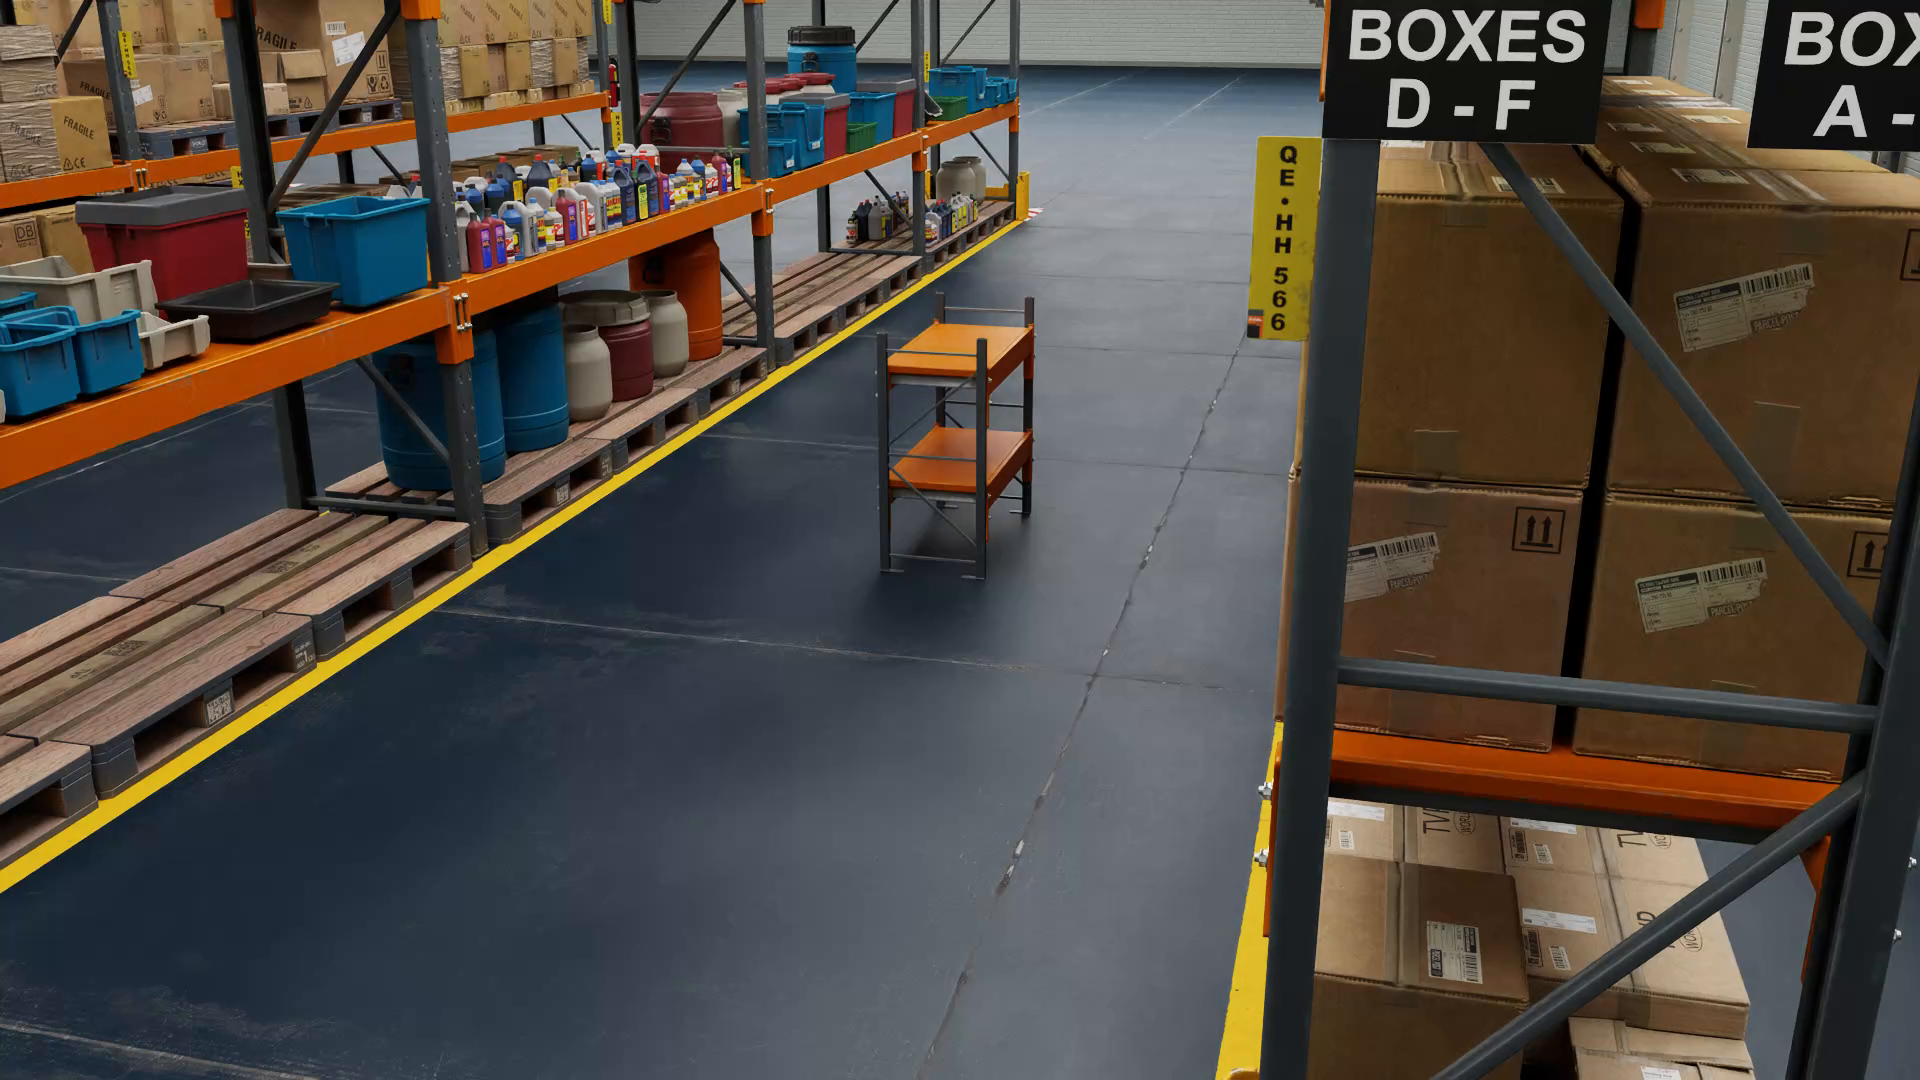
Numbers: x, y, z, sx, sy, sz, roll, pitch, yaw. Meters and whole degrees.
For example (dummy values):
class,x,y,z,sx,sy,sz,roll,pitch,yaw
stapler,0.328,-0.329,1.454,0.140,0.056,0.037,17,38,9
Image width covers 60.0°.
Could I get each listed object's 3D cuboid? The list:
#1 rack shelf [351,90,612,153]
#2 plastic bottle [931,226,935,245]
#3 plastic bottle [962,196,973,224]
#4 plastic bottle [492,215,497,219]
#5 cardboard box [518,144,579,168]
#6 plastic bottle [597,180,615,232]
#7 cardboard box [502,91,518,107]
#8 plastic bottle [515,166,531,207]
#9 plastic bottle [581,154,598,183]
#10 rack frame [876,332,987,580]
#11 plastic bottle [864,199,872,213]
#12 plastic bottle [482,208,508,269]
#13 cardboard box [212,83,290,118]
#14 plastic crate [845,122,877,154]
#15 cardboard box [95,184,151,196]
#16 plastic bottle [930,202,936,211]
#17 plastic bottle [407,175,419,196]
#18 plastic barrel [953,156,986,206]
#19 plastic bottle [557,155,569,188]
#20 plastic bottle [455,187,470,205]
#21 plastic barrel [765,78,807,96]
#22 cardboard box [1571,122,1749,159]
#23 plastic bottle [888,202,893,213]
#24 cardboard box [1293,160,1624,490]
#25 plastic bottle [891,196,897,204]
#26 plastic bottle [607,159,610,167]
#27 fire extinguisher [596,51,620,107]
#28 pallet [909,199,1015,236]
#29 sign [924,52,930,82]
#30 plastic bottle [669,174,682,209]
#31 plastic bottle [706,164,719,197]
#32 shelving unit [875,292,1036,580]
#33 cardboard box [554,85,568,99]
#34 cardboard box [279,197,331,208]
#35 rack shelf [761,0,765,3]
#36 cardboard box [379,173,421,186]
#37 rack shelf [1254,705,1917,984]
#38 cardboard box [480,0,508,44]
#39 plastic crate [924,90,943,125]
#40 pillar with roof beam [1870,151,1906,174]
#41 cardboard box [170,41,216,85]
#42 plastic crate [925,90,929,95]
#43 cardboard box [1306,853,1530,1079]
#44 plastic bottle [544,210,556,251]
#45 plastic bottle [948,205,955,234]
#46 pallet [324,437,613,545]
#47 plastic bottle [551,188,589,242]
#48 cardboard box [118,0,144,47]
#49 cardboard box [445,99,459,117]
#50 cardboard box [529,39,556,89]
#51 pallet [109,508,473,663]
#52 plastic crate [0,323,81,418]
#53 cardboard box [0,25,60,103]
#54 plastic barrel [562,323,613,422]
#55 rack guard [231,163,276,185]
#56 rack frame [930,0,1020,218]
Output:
class,x,y,z,sx,sy,sz,roll,pitch,yaw
rack shelf,-5.129,-4.567,18.031,1.077,0.370,4.000,5,19,13
plastic bottle,-0.287,-2.870,15.599,0.097,0.201,0.097,0,19,0
plastic bottle,0.050,-3.375,16.962,0.152,0.276,0.135,5,19,14
plastic bottle,-2.323,-1.522,8.309,0.097,0.201,0.097,0,19,0
cardboard box,-4.810,-4.356,19.517,0.500,0.500,0.500,9,21,23
plastic bottle,-1.950,-1.833,9.113,0.097,0.271,0.097,0,19,0
cardboard box,-4.920,-4.676,17.627,0.380,0.149,0.250,5,19,13
plastic bottle,-2.551,-2.032,9.688,0.152,0.276,0.135,5,19,13
plastic bottle,-2.321,-2.281,10.423,0.097,0.271,0.097,0,19,0
rack frame,-0.126,-0.371,7.533,0.500,1.125,0.032,5,19,13
plastic bottle,-0.890,-3.129,16.125,0.144,0.351,0.185,4,19,11
plastic bottle,-2.234,-1.450,7.972,0.061,0.283,0.133,5,19,13
cardboard box,-5.963,-3.662,13.850,0.500,0.250,0.500,4,19,12
plastic crate,-0.967,-3.221,13.305,0.450,0.188,0.662,5,19,13
cardboard box,-9.965,-4.372,18.983,0.875,0.875,0.875,5,19,14
plastic bottle,-0.215,-3.225,16.522,0.152,0.276,0.135,5,19,13
plastic bottle,-2.817,-1.730,8.689,0.144,0.351,0.185,5,19,13
plastic barrel,0.075,-3.952,18.317,0.421,0.512,0.421,0,19,0
plastic bottle,-2.458,-2.215,10.211,0.061,0.283,0.133,5,19,13
plastic bottle,-2.649,-1.739,8.836,0.097,0.271,0.097,0,19,0
plastic barrel,-1.441,-3.441,13.411,0.433,0.535,0.433,0,19,0
cardboard box,1.667,-0.695,3.881,0.500,0.500,0.500,5,19,14
plastic bottle,-0.706,-3.198,16.432,0.061,0.283,0.133,5,19,13
cardboard box,0.897,-0.417,3.068,0.500,0.500,0.500,4,19,13
plastic bottle,-0.691,-3.378,16.976,0.097,0.271,0.097,0,19,0
plastic bottle,-2.290,-2.367,10.784,0.097,0.201,0.097,0,19,0
fire extinguisher,-4.166,-5.497,19.761,0.296,0.674,0.183,5,19,13
pallet,-0.015,-3.542,18.230,1.003,0.211,1.213,5,19,13
sign,-0.370,-5.319,18.691,0.100,0.325,0.005,5,19,13
plastic bottle,-1.723,-2.091,9.976,0.097,0.201,0.097,0,19,0
plastic bottle,-1.580,-2.274,10.512,0.097,0.201,0.097,0,19,0
shelving unit,-0.002,-0.530,8.000,0.538,1.125,1.048,5,19,13
cardboard box,-4.659,-5.072,18.784,0.380,0.149,0.250,5,19,13
cardboard box,-6.060,-2.792,14.907,0.700,0.500,0.500,3,19,9
rack shelf,-1.304,-4.342,12.730,1.077,0.370,4.000,5,19,13
cardboard box,-5.482,-3.419,16.773,0.500,0.500,0.500,4,19,12
rack shelf,1.544,-0.022,4.725,1.077,0.370,4.000,5,19,13
cardboard box,-5.018,-5.376,17.125,0.500,0.500,0.500,5,19,13
plastic crate,-0.564,-4.014,15.395,0.767,0.338,0.504,5,19,13
pillar with roof beam,7.728,-9.132,21.003,9.100,9.000,0.400,5,19,13
cardboard box,-9.586,-5.735,20.104,0.875,0.550,0.550,5,19,13
plastic crate,-0.369,-4.763,17.900,0.298,0.136,0.250,5,19,13
cardboard box,0.949,1.049,3.662,0.500,0.500,0.500,5,19,13
plastic bottle,-2.119,-1.582,8.487,0.097,0.201,0.097,0,19,0
plastic bottle,-0.089,-3.140,16.262,0.061,0.283,0.133,6,20,16
pallet,-2.541,-0.301,8.742,1.003,0.211,1.213,5,19,13
plastic bottle,-2.061,-1.728,8.799,0.152,0.276,0.135,5,19,13
cardboard box,-9.871,-5.905,18.934,0.875,0.550,0.500,5,19,13
cardboard box,-5.200,-4.283,16.474,0.380,0.149,0.250,5,19,13
cardboard box,-4.972,-5.233,18.252,0.875,0.500,0.500,5,19,13
pallet,-2.912,0.171,7.360,1.003,0.211,1.213,5,19,13
plastic crate,-3.046,-0.541,5.298,0.416,0.233,0.300,5,19,13
cardboard box,-6.790,-3.321,11.563,0.797,0.503,0.637,5,20,15
plastic barrel,-2.223,-0.964,9.569,0.421,0.512,0.421,0,19,0
rack guard,-9.420,-4.782,21.415,1.175,0.500,0.348,5,19,13
rack frame,0.162,-5.143,18.604,1.000,3.000,0.127,5,19,13
